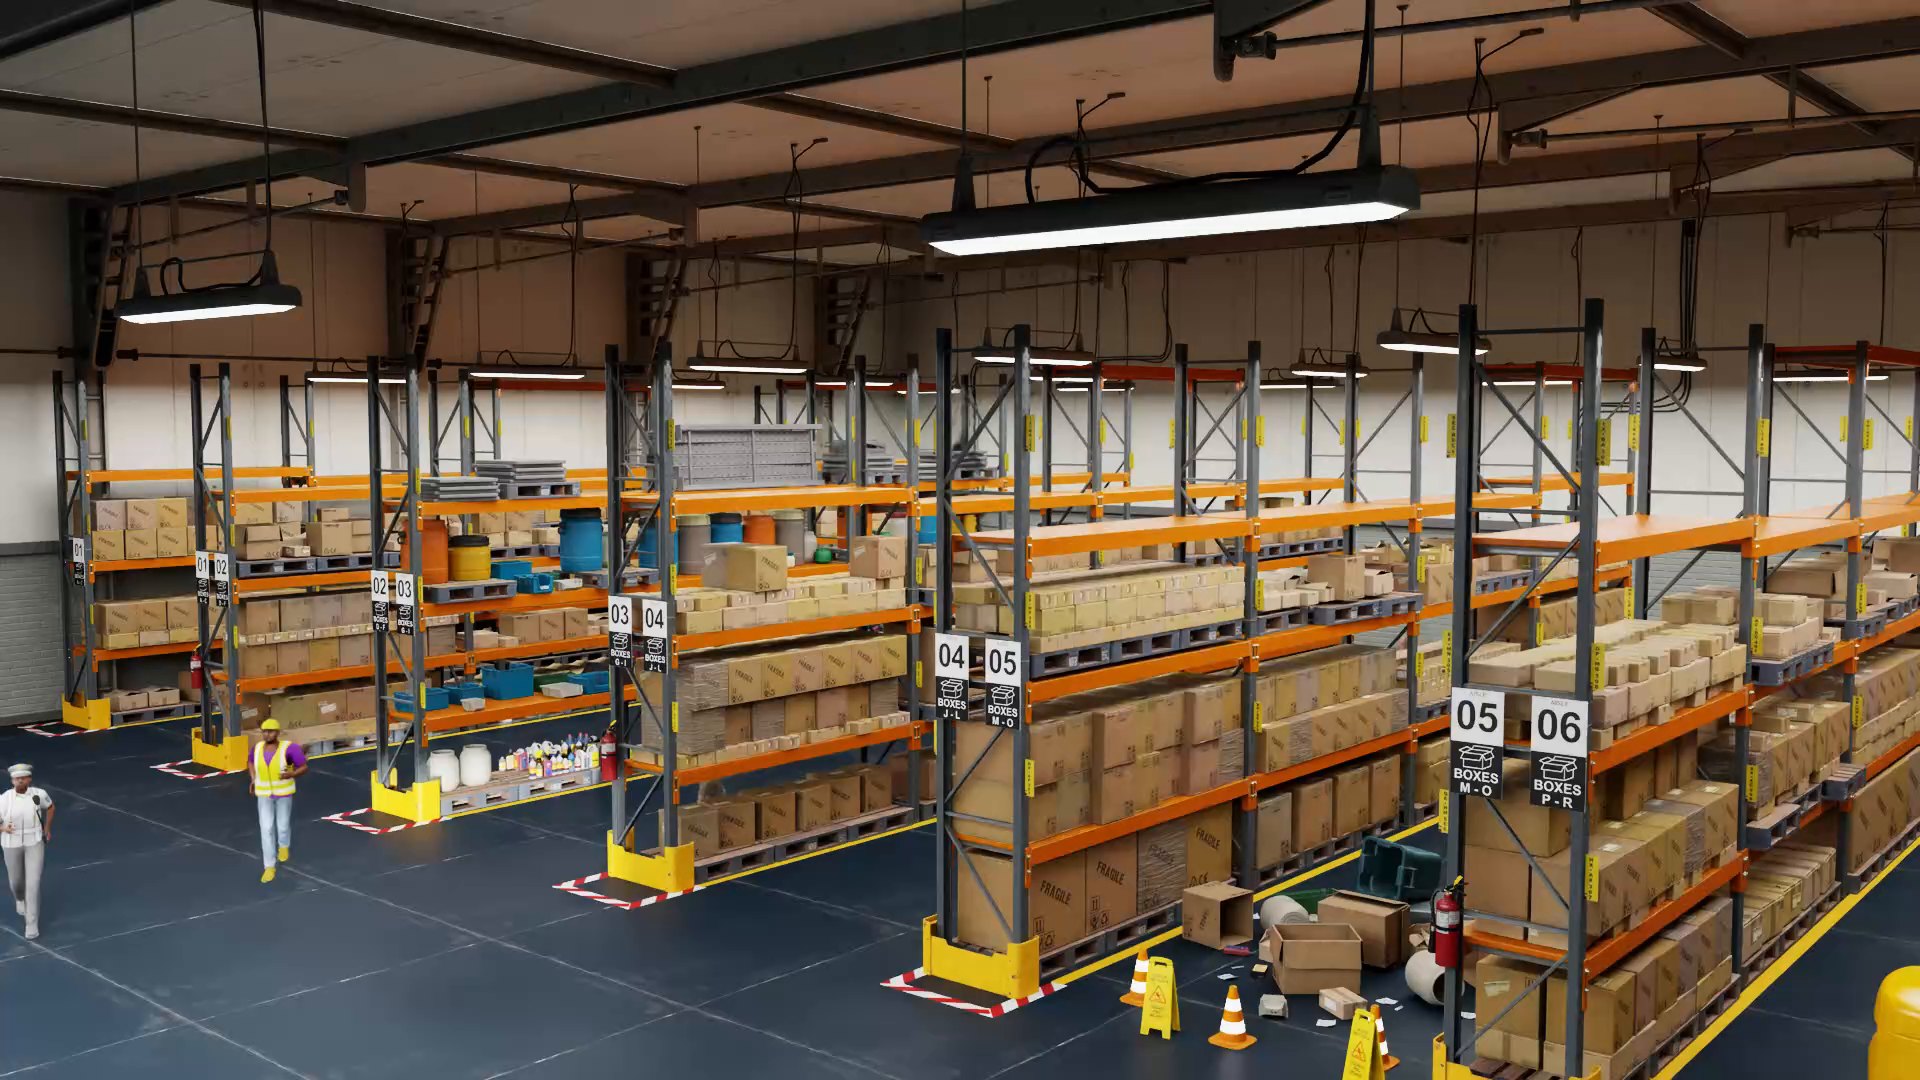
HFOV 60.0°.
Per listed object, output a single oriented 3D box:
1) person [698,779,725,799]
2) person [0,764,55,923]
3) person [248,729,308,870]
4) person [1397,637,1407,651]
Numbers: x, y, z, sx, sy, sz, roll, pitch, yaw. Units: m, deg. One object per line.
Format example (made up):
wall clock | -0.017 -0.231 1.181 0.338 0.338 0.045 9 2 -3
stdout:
person | -3.295 2.725 21.601 0.659 1.738 0.967 2 5 25
person | -9.473 3.041 16.826 0.579 1.605 0.770 -2 5 -29
person | -7.790 2.879 18.998 0.681 1.649 0.775 -1 4 -12
person | 6.940 2.406 25.869 0.974 1.817 0.679 -4 6 -45
